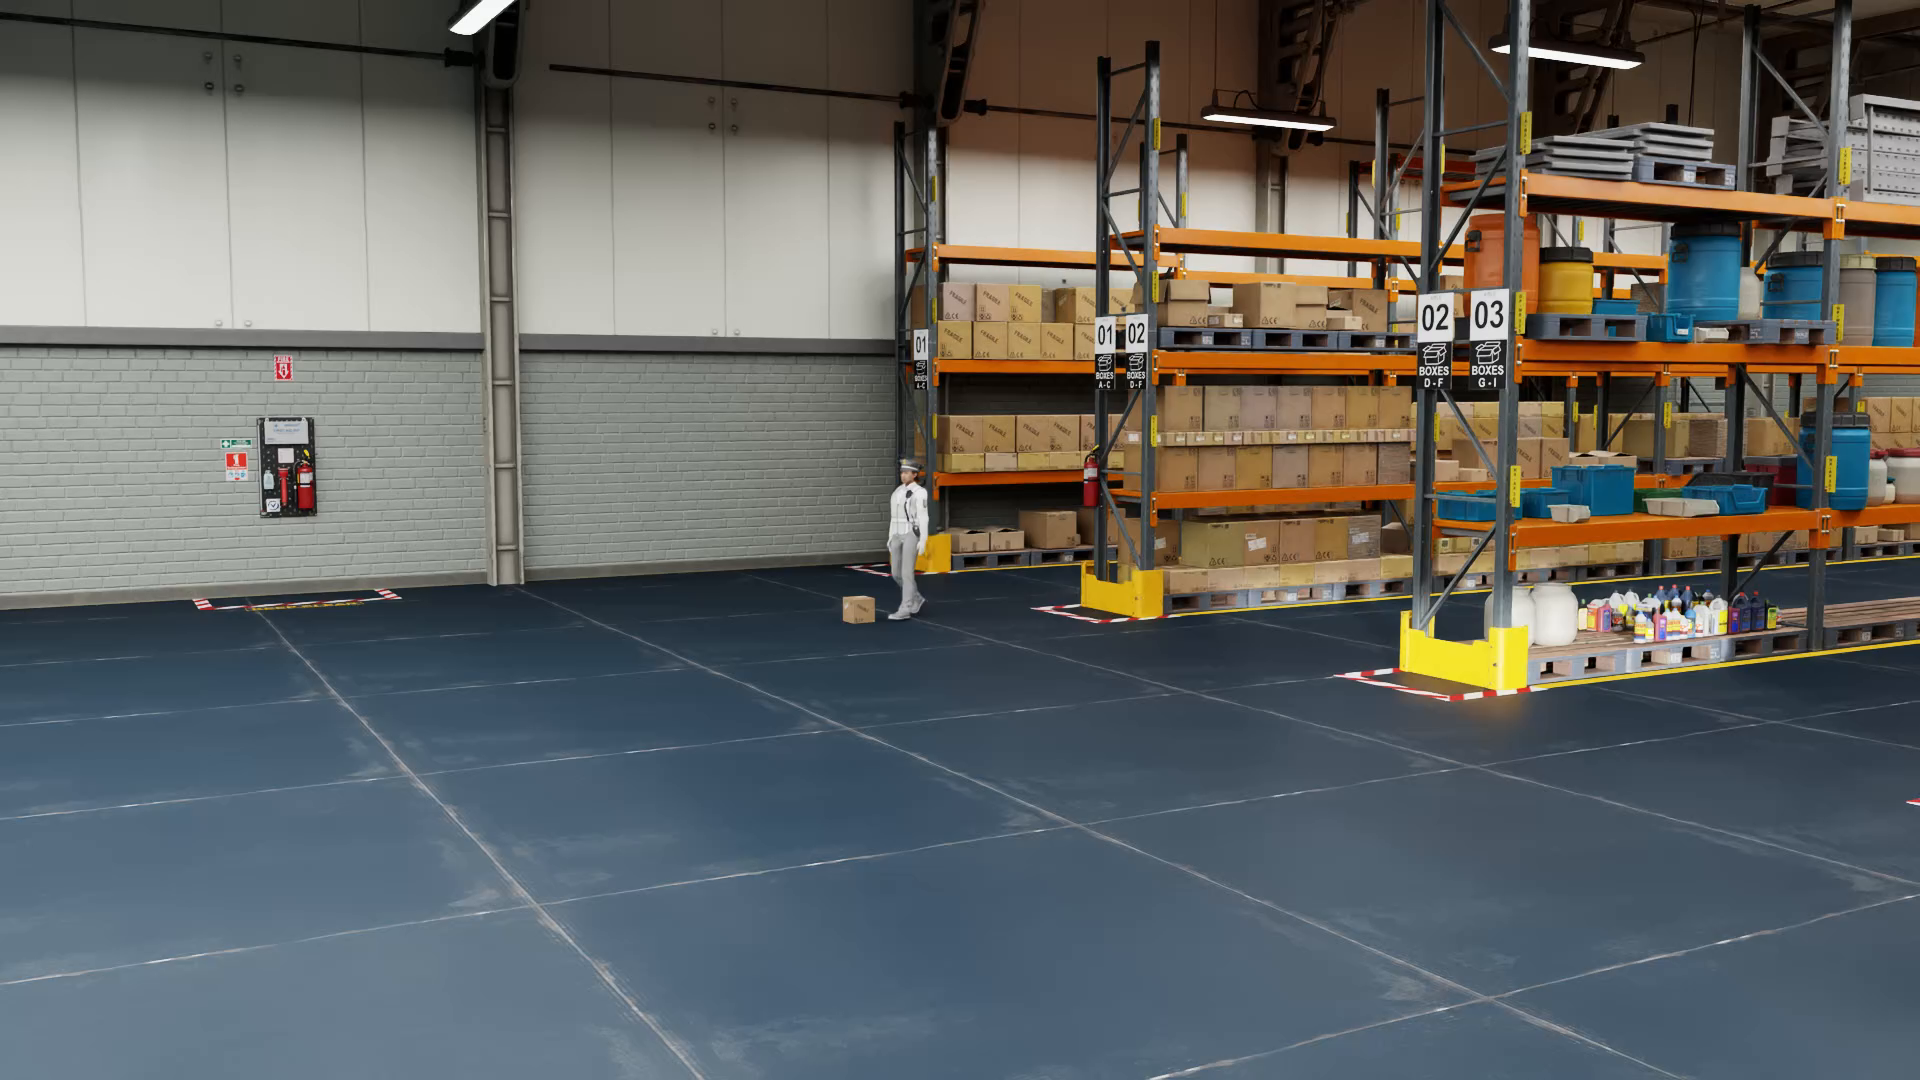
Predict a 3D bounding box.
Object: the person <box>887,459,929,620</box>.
[{"bbox_3d":[-0.548,-0.021,17.490,0.641,1.677,0.507,-5,7,-42],"label":"person"}]
